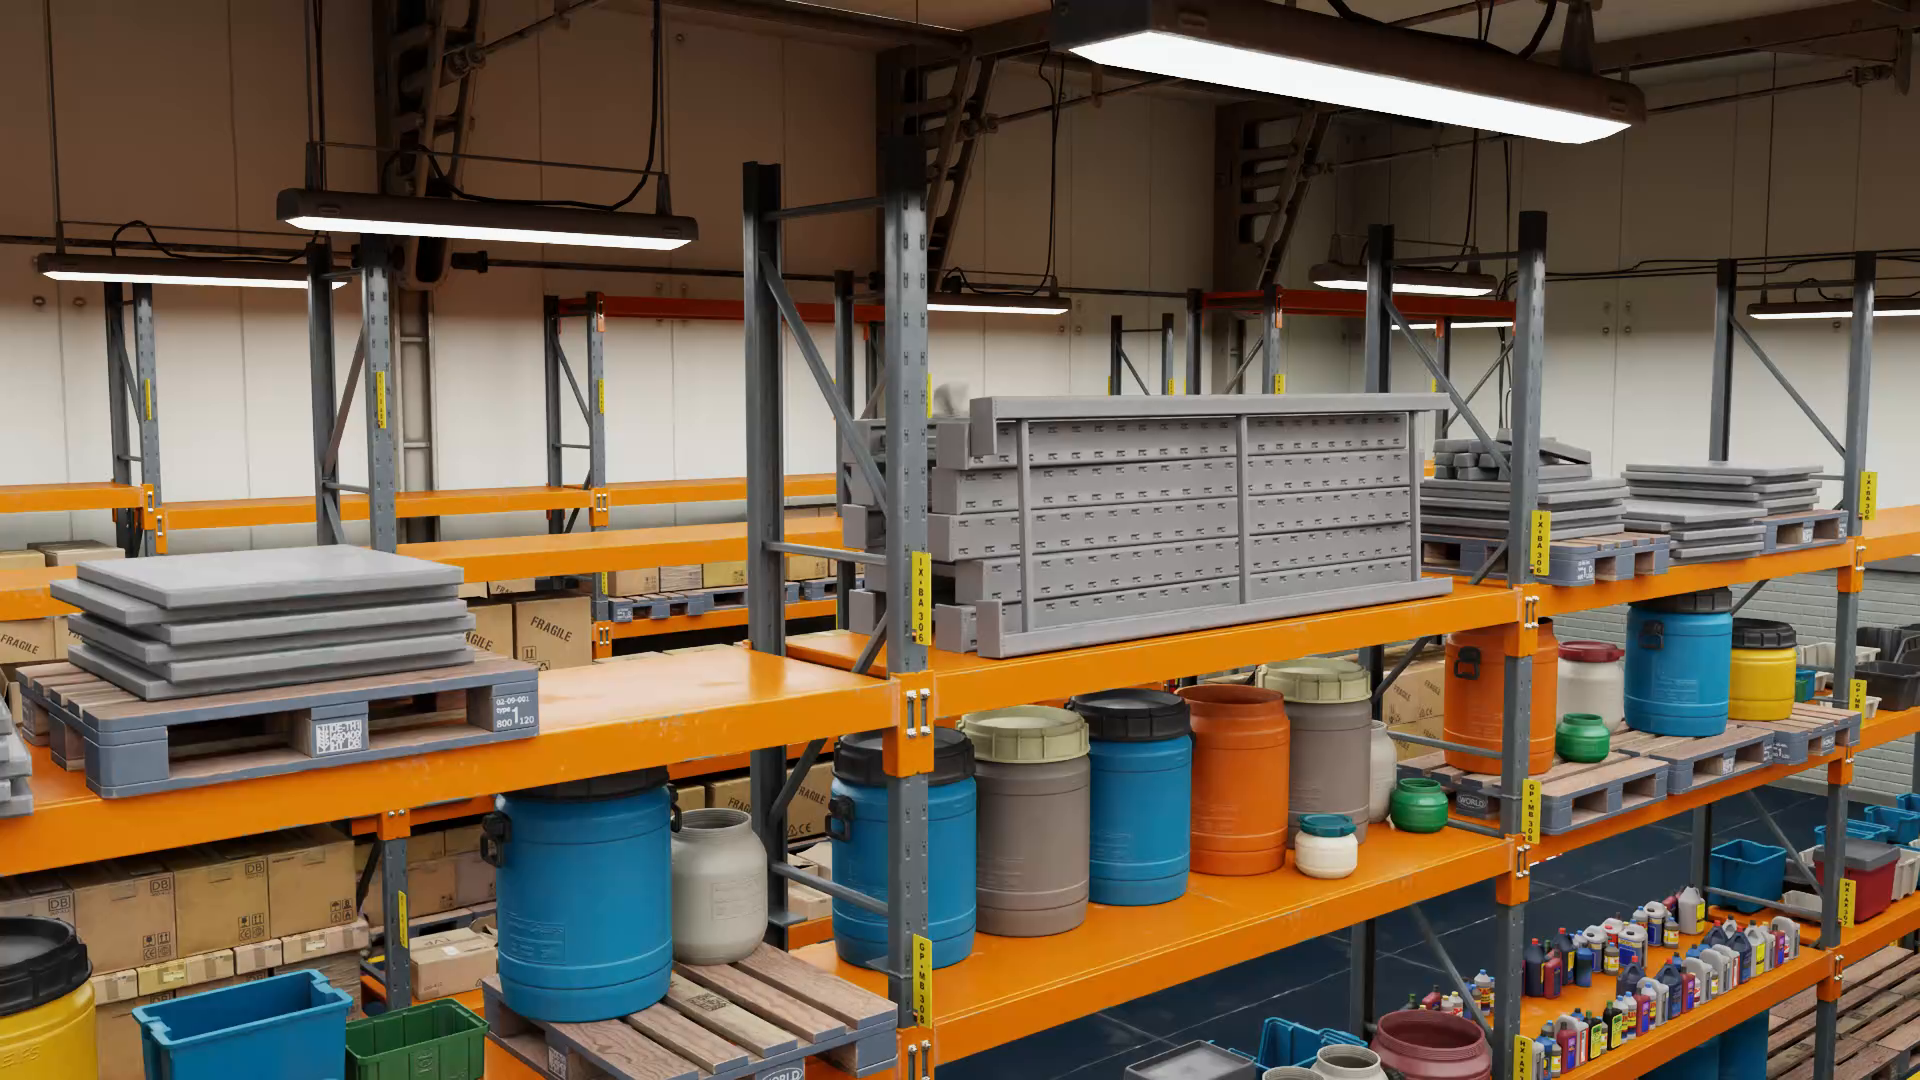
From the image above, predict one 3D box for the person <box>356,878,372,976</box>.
[{"bbox_3d":[-4.461,3.220,12.186,0.542,1.553,0.680,5,8,45],"label":"person"}]
